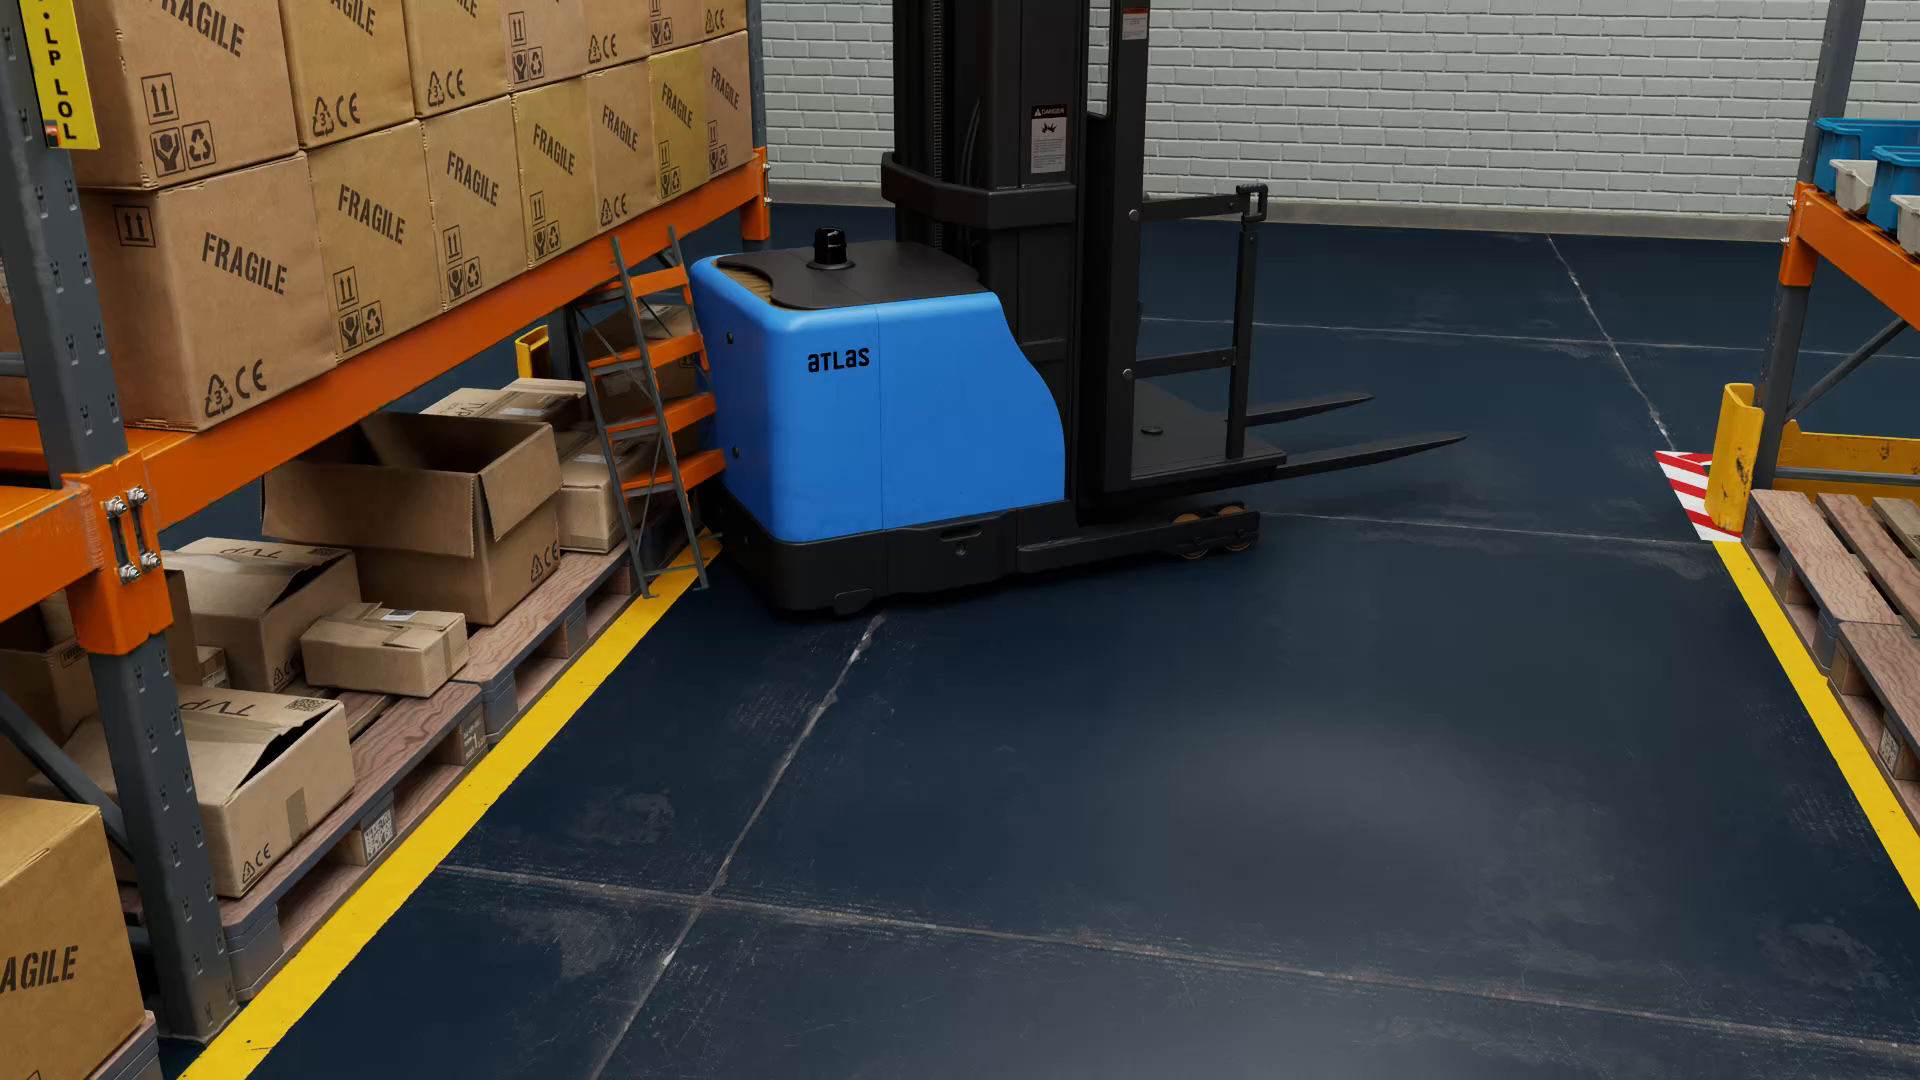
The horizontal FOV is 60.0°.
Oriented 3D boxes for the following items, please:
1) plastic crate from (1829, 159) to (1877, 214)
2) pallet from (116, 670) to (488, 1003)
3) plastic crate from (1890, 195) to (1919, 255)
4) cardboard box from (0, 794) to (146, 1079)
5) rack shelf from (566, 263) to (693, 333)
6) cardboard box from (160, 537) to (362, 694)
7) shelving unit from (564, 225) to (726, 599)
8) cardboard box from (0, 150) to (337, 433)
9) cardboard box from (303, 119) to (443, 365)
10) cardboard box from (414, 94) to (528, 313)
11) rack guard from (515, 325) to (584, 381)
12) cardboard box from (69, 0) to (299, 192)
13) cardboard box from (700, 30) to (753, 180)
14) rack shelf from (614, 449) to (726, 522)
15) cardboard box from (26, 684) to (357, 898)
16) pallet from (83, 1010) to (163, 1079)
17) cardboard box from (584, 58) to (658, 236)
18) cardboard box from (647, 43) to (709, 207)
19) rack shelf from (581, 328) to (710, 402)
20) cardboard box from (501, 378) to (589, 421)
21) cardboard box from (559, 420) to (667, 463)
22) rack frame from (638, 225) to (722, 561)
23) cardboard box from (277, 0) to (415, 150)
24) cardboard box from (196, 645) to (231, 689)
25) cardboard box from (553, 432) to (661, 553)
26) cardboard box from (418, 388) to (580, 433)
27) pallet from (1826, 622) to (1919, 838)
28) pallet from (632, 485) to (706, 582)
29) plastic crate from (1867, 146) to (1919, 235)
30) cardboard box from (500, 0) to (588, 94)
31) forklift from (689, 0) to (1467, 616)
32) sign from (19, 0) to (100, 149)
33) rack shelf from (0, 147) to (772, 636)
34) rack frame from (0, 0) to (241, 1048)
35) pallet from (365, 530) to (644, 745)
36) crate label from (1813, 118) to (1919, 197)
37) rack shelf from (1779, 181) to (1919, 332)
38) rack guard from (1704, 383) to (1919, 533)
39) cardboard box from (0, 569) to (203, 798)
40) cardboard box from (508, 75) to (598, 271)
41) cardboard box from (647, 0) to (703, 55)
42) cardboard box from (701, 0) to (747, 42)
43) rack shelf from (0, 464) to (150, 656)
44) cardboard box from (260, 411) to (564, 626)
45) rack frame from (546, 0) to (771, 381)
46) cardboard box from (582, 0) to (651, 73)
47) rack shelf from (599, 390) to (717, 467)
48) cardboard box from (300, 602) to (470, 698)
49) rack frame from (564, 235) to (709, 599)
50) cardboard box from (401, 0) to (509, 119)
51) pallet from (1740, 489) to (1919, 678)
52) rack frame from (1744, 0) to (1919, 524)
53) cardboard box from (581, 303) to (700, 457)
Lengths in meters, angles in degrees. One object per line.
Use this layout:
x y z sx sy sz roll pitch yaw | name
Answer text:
3.032 -1.162 5.496 0.250 0.136 0.298 4 22 11 | plastic crate
-1.972 0.694 4.349 1.003 0.211 1.213 4 22 11 | pallet
2.894 -0.914 4.880 0.250 0.136 0.298 4 22 11 | plastic crate
-1.934 0.809 3.087 0.500 0.500 0.500 4 22 11 | cardboard box
-1.127 -0.827 5.675 0.258 0.148 0.480 -10 12 15 | rack shelf
-2.122 0.190 4.877 0.500 0.311 0.500 4 22 11 | cardboard box
-1.042 -0.452 5.754 0.258 1.200 0.503 -10 12 15 | shelving unit
-1.743 -0.561 3.597 0.500 0.500 0.500 5 22 12 | cardboard box
-1.641 -0.748 4.063 0.500 0.500 0.500 5 22 12 | cardboard box
-1.537 -0.931 4.517 0.500 0.500 0.500 4 22 11 | cardboard box
-1.313 -0.624 7.235 1.175 0.500 0.348 4 22 11 | rack guard
-1.742 -1.010 3.374 0.500 0.500 0.500 5 22 12 | cardboard box
-1.122 -1.674 6.360 0.500 0.500 0.500 5 23 13 | cardboard box
-0.984 -0.198 5.808 0.258 0.148 0.480 -10 12 15 | rack shelf
-1.816 0.557 3.965 0.500 0.311 0.500 4 22 11 | cardboard box
-2.242 1.245 2.980 1.003 0.211 1.213 4 22 11 | pallet
-1.332 -1.301 5.436 0.500 0.500 0.500 5 22 11 | cardboard box
-1.225 -1.484 5.888 0.500 0.500 0.500 5 22 11 | cardboard box
-1.076 -0.602 5.723 0.258 0.148 0.480 -10 12 15 | rack shelf
-1.719 -0.566 6.972 0.380 0.149 0.250 4 22 11 | cardboard box
-1.338 -0.343 6.393 0.380 0.166 0.250 4 22 11 | cardboard box
-0.990 -0.513 5.985 0.240 1.200 0.015 -10 12 15 | rack frame
-1.637 -1.199 3.842 0.500 0.500 0.500 4 22 9 | cardboard box
-2.257 0.398 4.578 0.380 0.149 0.250 4 22 11 | cardboard box
-1.390 -0.178 5.871 0.500 0.250 0.500 4 22 11 | cardboard box
-1.788 -0.380 6.374 0.500 0.250 0.500 4 22 11 | cardboard box
3.094 0.604 4.571 1.003 0.211 1.213 4 22 11 | pallet
-1.474 -0.199 6.565 1.003 0.211 1.213 4 22 11 | pallet
3.044 -1.077 5.156 0.416 0.233 0.300 4 22 11 | plastic crate
-1.427 -1.576 4.778 0.500 0.500 0.500 5 23 13 | cardboard box
0.568 -1.457 6.047 3.031 2.935 1.130 -10 24 -23 | forklift
-1.569 -0.845 2.886 0.100 0.325 0.005 4 22 11 | sign
-1.705 -0.747 5.155 1.077 0.370 4.000 4 22 11 | rack shelf
-2.113 -0.349 3.205 1.000 3.000 0.127 4 22 11 | rack frame
-1.726 0.246 5.460 1.003 0.211 1.213 4 22 11 | pallet
3.178 -1.318 5.754 0.416 0.233 0.303 4 22 11 | crate label
3.143 -0.368 4.214 1.077 0.370 4.000 4 22 11 | rack shelf
3.543 -0.283 6.387 1.175 0.500 0.348 4 22 11 | rack guard
-2.275 0.377 4.160 0.500 0.500 0.500 4 22 11 | cardboard box
-1.435 -1.117 4.979 0.500 0.500 0.500 4 22 10 | cardboard box
-1.221 -1.953 5.716 0.500 0.500 0.500 5 22 12 | cardboard box
-1.119 -2.138 6.175 0.500 0.500 0.500 4 22 10 | cardboard box
-2.522 0.716 1.523 1.077 0.370 4.000 4 22 11 | rack shelf
-1.735 -0.082 5.296 0.797 0.503 0.637 4 22 11 | cardboard box
-1.297 -1.812 6.837 1.000 3.000 0.127 4 22 11 | rack frame
-1.322 -1.763 5.245 0.500 0.500 0.500 5 22 12 | cardboard box
-1.027 -0.388 5.768 0.258 0.148 0.480 -10 12 15 | rack shelf
-1.649 0.307 4.779 0.380 0.166 0.250 4 22 11 | cardboard box
-1.094 -0.392 5.524 0.240 1.200 0.015 -10 12 15 | rack frame
-1.532 -1.387 4.309 0.500 0.500 0.500 4 22 9 | cardboard box
3.345 0.159 5.675 1.003 0.211 1.213 4 22 11 | pallet
3.551 -1.433 5.896 1.000 3.000 0.127 4 22 11 | rack frame
-1.167 -0.639 6.681 0.500 0.500 0.500 4 22 11 | cardboard box
